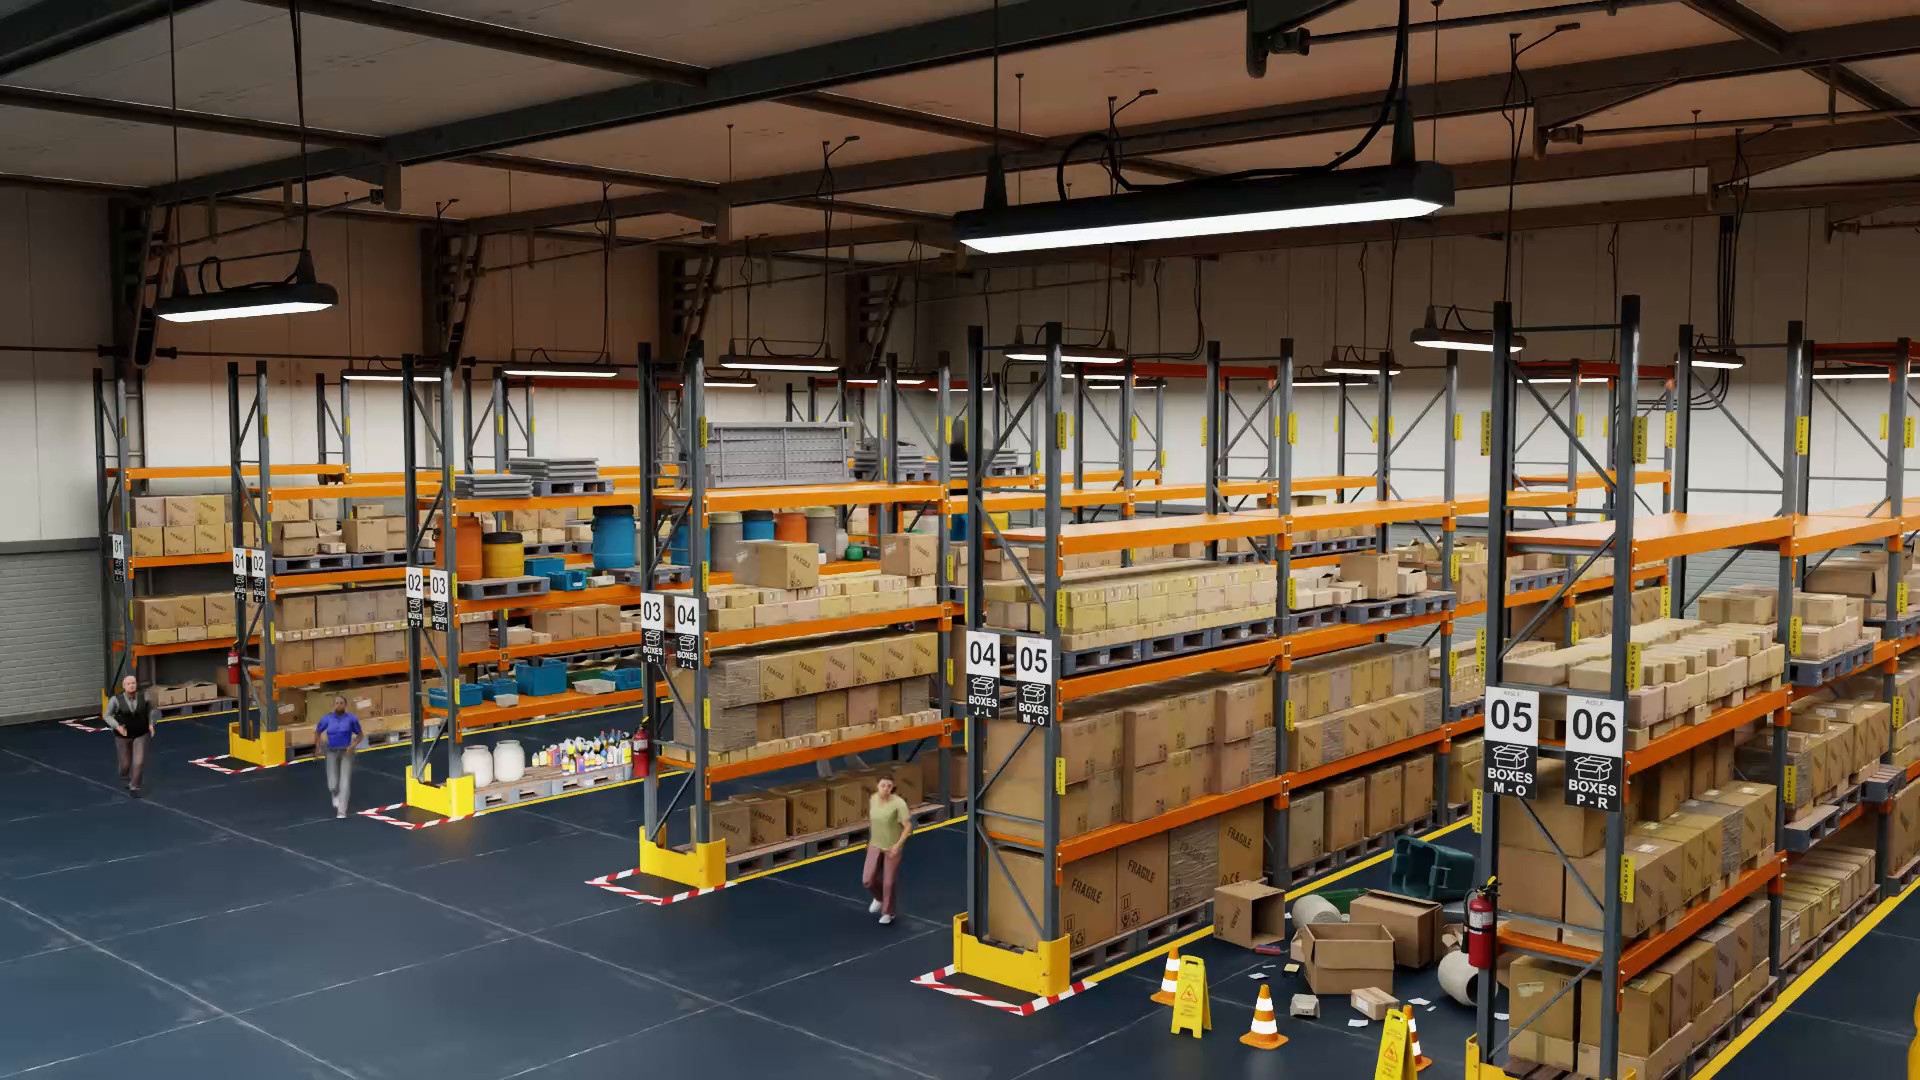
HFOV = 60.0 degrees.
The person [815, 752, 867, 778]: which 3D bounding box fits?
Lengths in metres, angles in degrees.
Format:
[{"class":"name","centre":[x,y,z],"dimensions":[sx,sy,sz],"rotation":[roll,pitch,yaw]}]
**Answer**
[{"class":"person","centre":[-1.594,2.716,22.797],"dimensions":[1.028,1.509,0.587],"rotation":[-3,5,-32]}]

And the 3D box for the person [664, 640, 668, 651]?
[{"class":"person","centre":[-6.181,1.793,34.449],"dimensions":[0.556,1.712,0.854],"rotation":[3,5,39]}]

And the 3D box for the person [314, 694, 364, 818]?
[{"class":"person","centre":[-8.017,2.788,21.478],"dimensions":[0.604,1.601,0.598],"rotation":[-1,4,-19]}]

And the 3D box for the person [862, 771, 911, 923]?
[{"class":"person","centre":[-0.739,3.111,16.828],"dimensions":[0.589,1.606,0.723],"rotation":[2,4,21]}]

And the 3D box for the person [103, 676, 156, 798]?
[{"class":"person","centre":[-11.343,2.670,22.732],"dimensions":[0.654,1.675,0.757],"rotation":[-3,5,-32]}]
